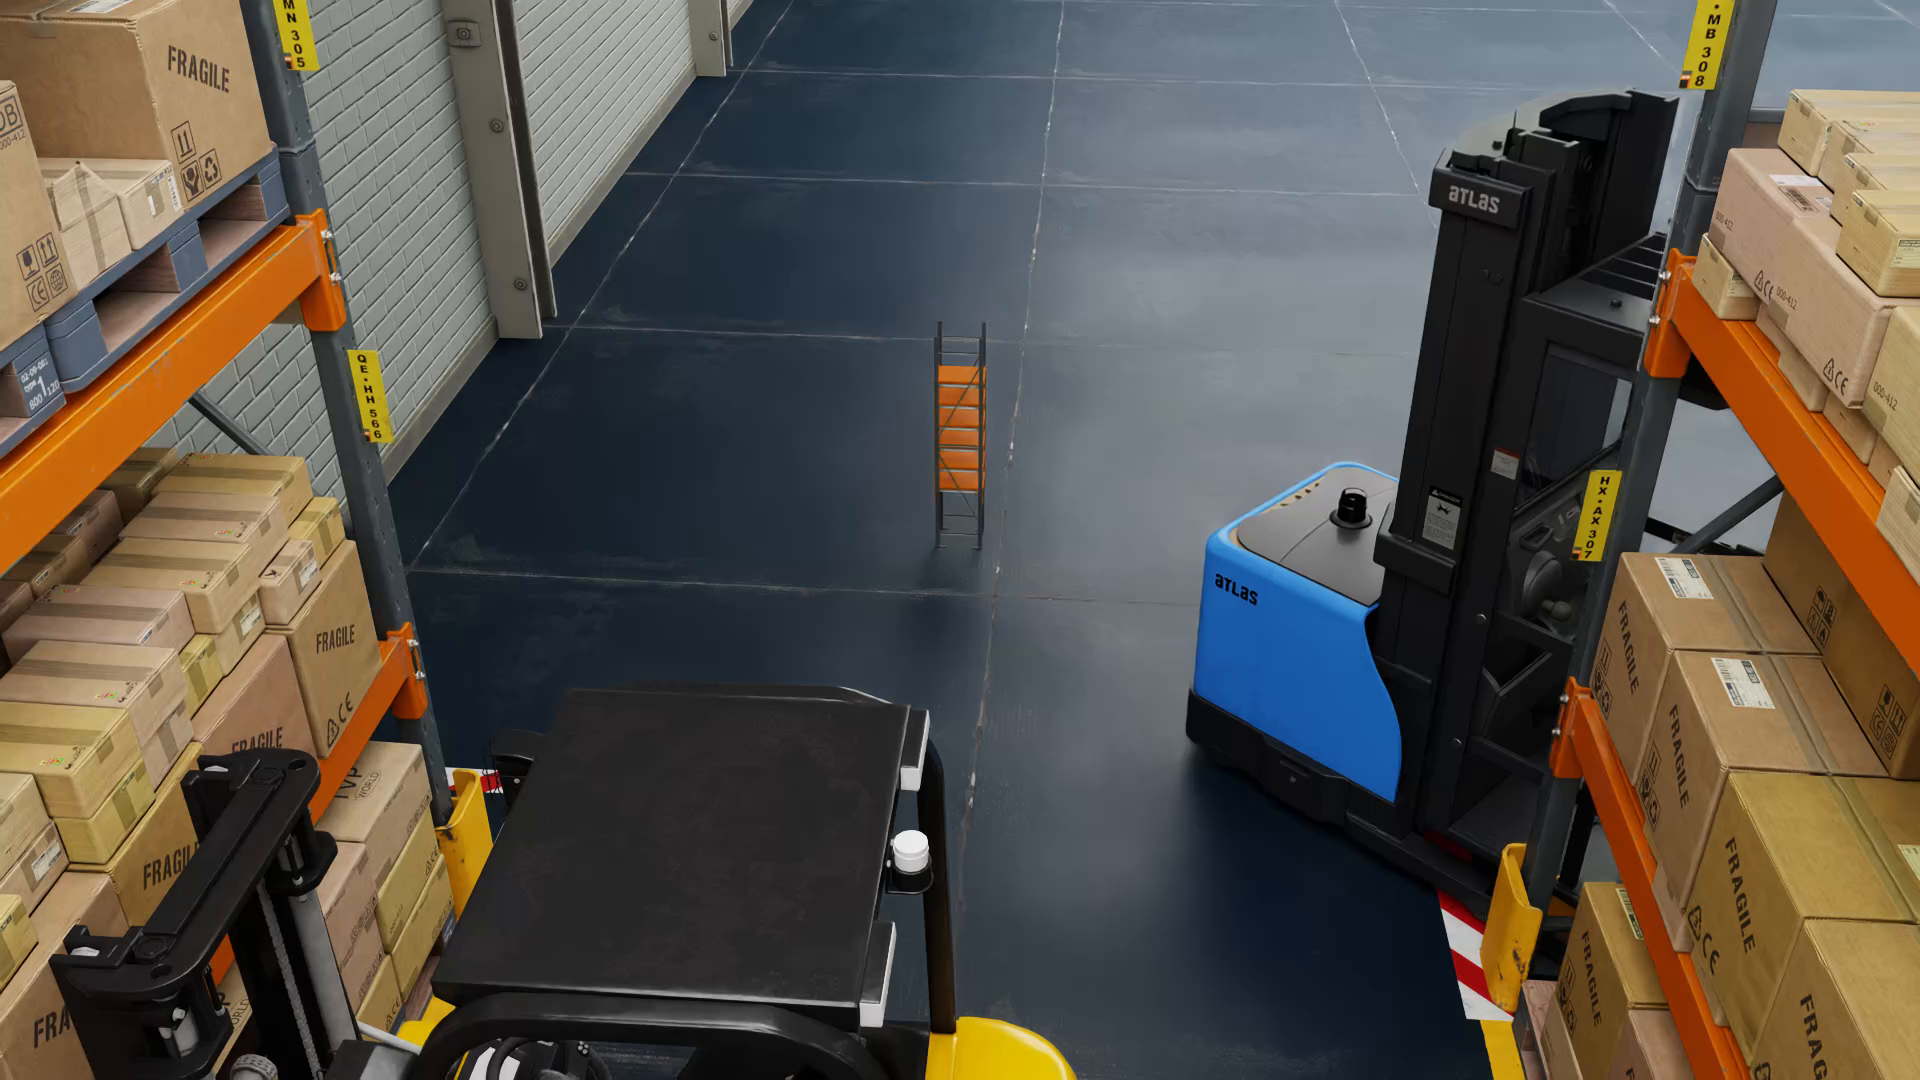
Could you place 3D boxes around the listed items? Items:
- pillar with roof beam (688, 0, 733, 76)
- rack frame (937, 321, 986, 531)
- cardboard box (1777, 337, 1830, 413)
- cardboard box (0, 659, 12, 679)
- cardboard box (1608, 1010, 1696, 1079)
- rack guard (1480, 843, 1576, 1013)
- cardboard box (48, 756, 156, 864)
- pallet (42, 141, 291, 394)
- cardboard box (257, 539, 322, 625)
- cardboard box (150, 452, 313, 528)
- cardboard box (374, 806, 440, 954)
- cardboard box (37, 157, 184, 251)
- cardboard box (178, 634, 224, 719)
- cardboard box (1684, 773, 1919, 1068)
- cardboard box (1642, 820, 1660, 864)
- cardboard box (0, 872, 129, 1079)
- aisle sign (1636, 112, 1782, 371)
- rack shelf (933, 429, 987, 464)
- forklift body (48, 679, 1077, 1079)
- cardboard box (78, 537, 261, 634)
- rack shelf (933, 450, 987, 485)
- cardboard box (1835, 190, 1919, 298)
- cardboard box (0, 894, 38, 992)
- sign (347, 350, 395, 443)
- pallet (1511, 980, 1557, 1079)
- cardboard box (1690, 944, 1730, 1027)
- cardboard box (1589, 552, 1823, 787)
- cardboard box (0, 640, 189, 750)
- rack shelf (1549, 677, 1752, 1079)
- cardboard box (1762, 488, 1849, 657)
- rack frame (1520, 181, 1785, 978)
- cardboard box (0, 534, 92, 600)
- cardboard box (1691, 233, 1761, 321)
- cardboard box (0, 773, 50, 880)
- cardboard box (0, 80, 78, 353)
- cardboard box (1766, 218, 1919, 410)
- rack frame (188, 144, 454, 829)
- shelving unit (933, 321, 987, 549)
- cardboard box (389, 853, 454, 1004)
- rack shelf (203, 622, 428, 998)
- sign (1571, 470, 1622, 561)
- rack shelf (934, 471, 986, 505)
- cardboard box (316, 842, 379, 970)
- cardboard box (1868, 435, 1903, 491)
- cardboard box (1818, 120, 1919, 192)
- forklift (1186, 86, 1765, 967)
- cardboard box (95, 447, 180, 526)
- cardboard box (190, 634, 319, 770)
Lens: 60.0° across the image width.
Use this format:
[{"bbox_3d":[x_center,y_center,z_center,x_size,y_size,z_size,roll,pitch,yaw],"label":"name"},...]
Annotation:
[{"bbox_3d":[1.893,-8.212,13.498,9.100,9.000,0.400,2,32,4],"label":"pillar with roof beam"},{"bbox_3d":[0.009,-0.566,8.525,0.240,1.200,0.006,2,32,4],"label":"rack frame"},{"bbox_3d":[2.189,-0.415,3.944,0.380,0.149,0.250,3,32,5],"label":"cardboard box"},{"bbox_3d":[-2.772,0.357,4.598,0.380,0.149,0.250,1,32,2],"label":"cardboard box"},{"bbox_3d":[2.147,1.686,4.660,0.500,0.500,0.500,1,32,2],"label":"cardboard box"},{"bbox_3d":[2.522,1.422,5.967,1.175,0.500,0.348,2,32,4],"label":"rack guard"},{"bbox_3d":[-2.249,0.654,4.116,0.380,0.149,0.250,3,32,4],"label":"cardboard box"},{"bbox_3d":[-2.503,-0.763,4.354,1.003,0.211,1.213,2,32,4],"label":"pallet"},{"bbox_3d":[-2.160,0.117,4.987,0.380,0.149,0.250,3,32,5],"label":"cardboard box"},{"bbox_3d":[-2.239,-0.141,5.123,0.380,0.149,0.250,3,32,4],"label":"cardboard box"},{"bbox_3d":[-2.148,1.154,5.762,0.500,0.250,0.500,2,32,3],"label":"cardboard box"},{"bbox_3d":[-2.184,-0.837,4.135,0.380,0.149,0.250,2,32,3],"label":"cardboard box"},{"bbox_3d":[-2.273,0.379,4.562,0.380,0.149,0.250,2,32,4],"label":"cardboard box"},{"bbox_3d":[2.134,0.922,4.016,0.500,0.500,0.500,2,32,3],"label":"cardboard box"},{"bbox_3d":[2.185,0.861,4.733,0.380,0.149,0.250,1,32,2],"label":"cardboard box"},{"bbox_3d":[-2.321,1.136,3.952,0.500,0.500,0.500,3,32,4],"label":"cardboard box"},{"bbox_3d":[2.224,-0.835,4.767,0.394,0.787,0.004,2,32,4],"label":"aisle sign"},{"bbox_3d":[0.001,-0.481,8.471,0.258,0.103,0.180,2,32,4],"label":"rack shelf"},{"bbox_3d":[-0.756,1.538,4.203,2.313,2.155,1.214,2,32,4],"label":"forklift body"},{"bbox_3d":[-2.222,0.127,4.688,0.380,0.149,0.250,3,32,5],"label":"cardboard box"},{"bbox_3d":[0.001,-0.378,8.534,0.258,0.103,0.180,2,32,4],"label":"rack shelf"},{"bbox_3d":[2.115,-0.626,3.527,0.380,0.149,0.250,2,32,4],"label":"cardboard box"},{"bbox_3d":[-2.311,0.917,3.689,0.380,0.149,0.250,2,32,3],"label":"cardboard box"},{"bbox_3d":[-1.880,-0.456,5.301,0.100,0.325,0.005,2,32,4],"label":"sign"},{"bbox_3d":[2.420,1.968,5.356,1.003,0.211,1.213,2,32,4],"label":"pallet"},{"bbox_3d":[2.131,1.129,4.299,0.380,0.149,0.250,3,32,5],"label":"cardboard box"},{"bbox_3d":[2.213,0.384,4.888,0.500,0.500,0.500,2,32,3],"label":"cardboard box"},{"bbox_3d":[-2.227,0.395,4.253,0.380,0.149,0.250,3,32,5],"label":"cardboard box"},{"bbox_3d":[2.365,1.670,3.867,1.077,0.370,4.000,2,32,4],"label":"rack shelf"},{"bbox_3d":[2.704,-0.001,4.560,0.700,0.500,0.500,2,32,3],"label":"cardboard box"},{"bbox_3d":[2.528,0.318,5.375,1.000,3.000,0.127,2,32,4],"label":"rack frame"},{"bbox_3d":[-2.722,0.103,4.727,0.380,0.149,0.250,3,32,5],"label":"cardboard box"},{"bbox_3d":[2.177,-0.693,4.395,0.380,0.149,0.250,2,32,4],"label":"cardboard box"},{"bbox_3d":[-2.358,0.661,3.821,0.380,0.149,0.250,3,32,5],"label":"cardboard box"},{"bbox_3d":[-2.396,-0.660,3.512,0.700,0.500,0.500,3,32,4],"label":"cardboard box"},{"bbox_3d":[2.171,-0.508,3.715,0.500,0.250,0.500,2,32,3],"label":"cardboard box"},{"bbox_3d":[-2.420,0.108,5.716,1.000,3.000,0.127,2,32,4],"label":"rack frame"},{"bbox_3d":[0.001,-0.518,8.447,0.258,1.200,0.189,2,32,4],"label":"shelving unit"},{"bbox_3d":[-2.143,1.359,5.907,0.500,0.250,0.500,3,32,4],"label":"cardboard box"},{"bbox_3d":[-2.582,1.460,4.208,1.077,0.370,4.000,2,32,4],"label":"rack shelf"},{"bbox_3d":[1.987,-0.074,5.186,0.100,0.325,0.005,2,32,4],"label":"sign"},{"bbox_3d":[0.001,-0.276,8.597,0.258,0.103,0.180,2,32,4],"label":"rack shelf"},{"bbox_3d":[-2.182,1.195,5.219,0.500,0.250,0.500,3,32,5],"label":"cardboard box"},{"bbox_3d":[2.176,-0.145,3.507,0.380,0.149,0.250,2,32,2],"label":"cardboard box"},{"bbox_3d":[2.291,-0.882,3.943,0.380,0.149,0.250,2,32,4],"label":"cardboard box"},{"bbox_3d":[2.373,0.028,5.911,1.130,2.935,3.031,-27,41,-36],"label":"forklift"},{"bbox_3d":[-2.660,-0.171,5.172,0.380,0.149,0.250,2,32,3],"label":"cardboard box"},{"bbox_3d":[-2.249,0.605,4.815,0.500,0.500,0.500,3,32,6],"label":"cardboard box"}]
